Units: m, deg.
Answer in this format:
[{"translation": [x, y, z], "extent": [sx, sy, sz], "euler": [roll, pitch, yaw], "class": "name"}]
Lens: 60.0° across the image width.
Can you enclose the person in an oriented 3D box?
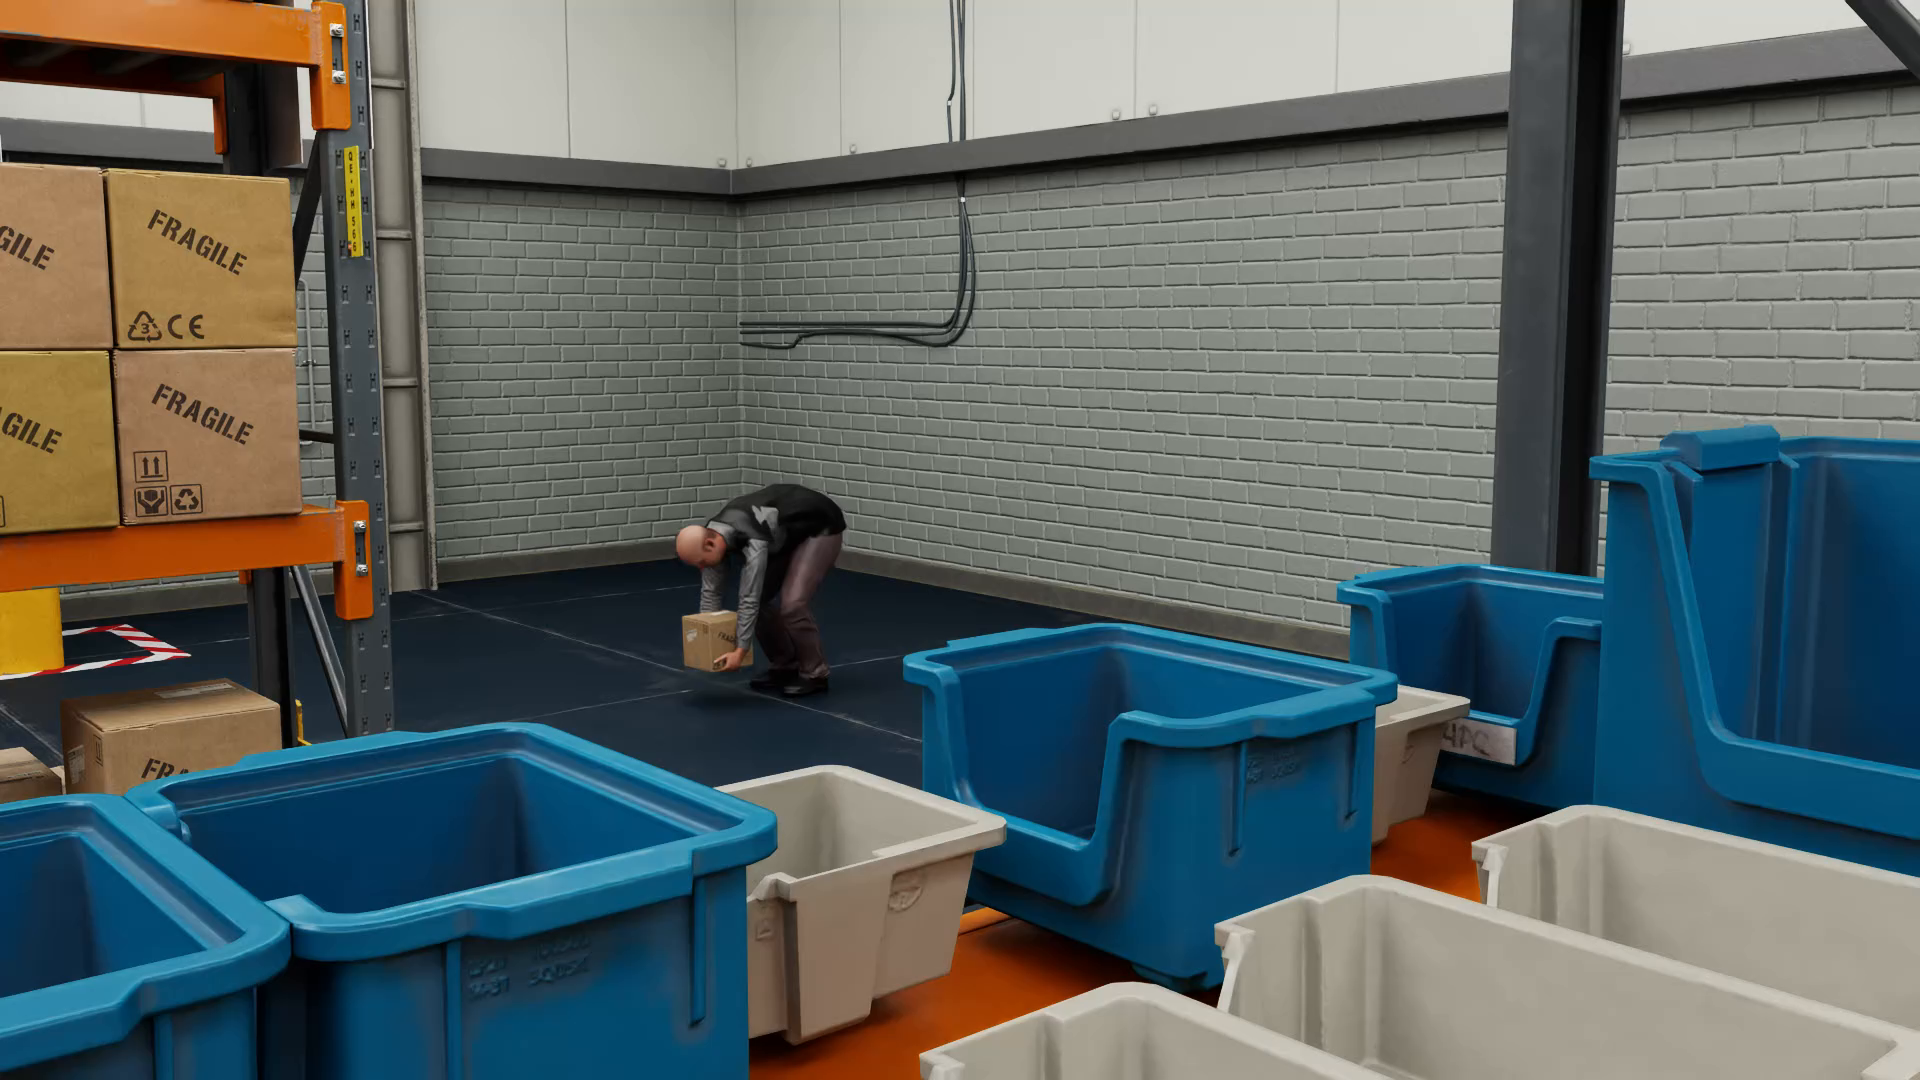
[{"translation": [-1.017, 0.261, 8.422], "extent": [0.958, 1.065, 0.488], "euler": [-7, 10, -43], "class": "person"}]
